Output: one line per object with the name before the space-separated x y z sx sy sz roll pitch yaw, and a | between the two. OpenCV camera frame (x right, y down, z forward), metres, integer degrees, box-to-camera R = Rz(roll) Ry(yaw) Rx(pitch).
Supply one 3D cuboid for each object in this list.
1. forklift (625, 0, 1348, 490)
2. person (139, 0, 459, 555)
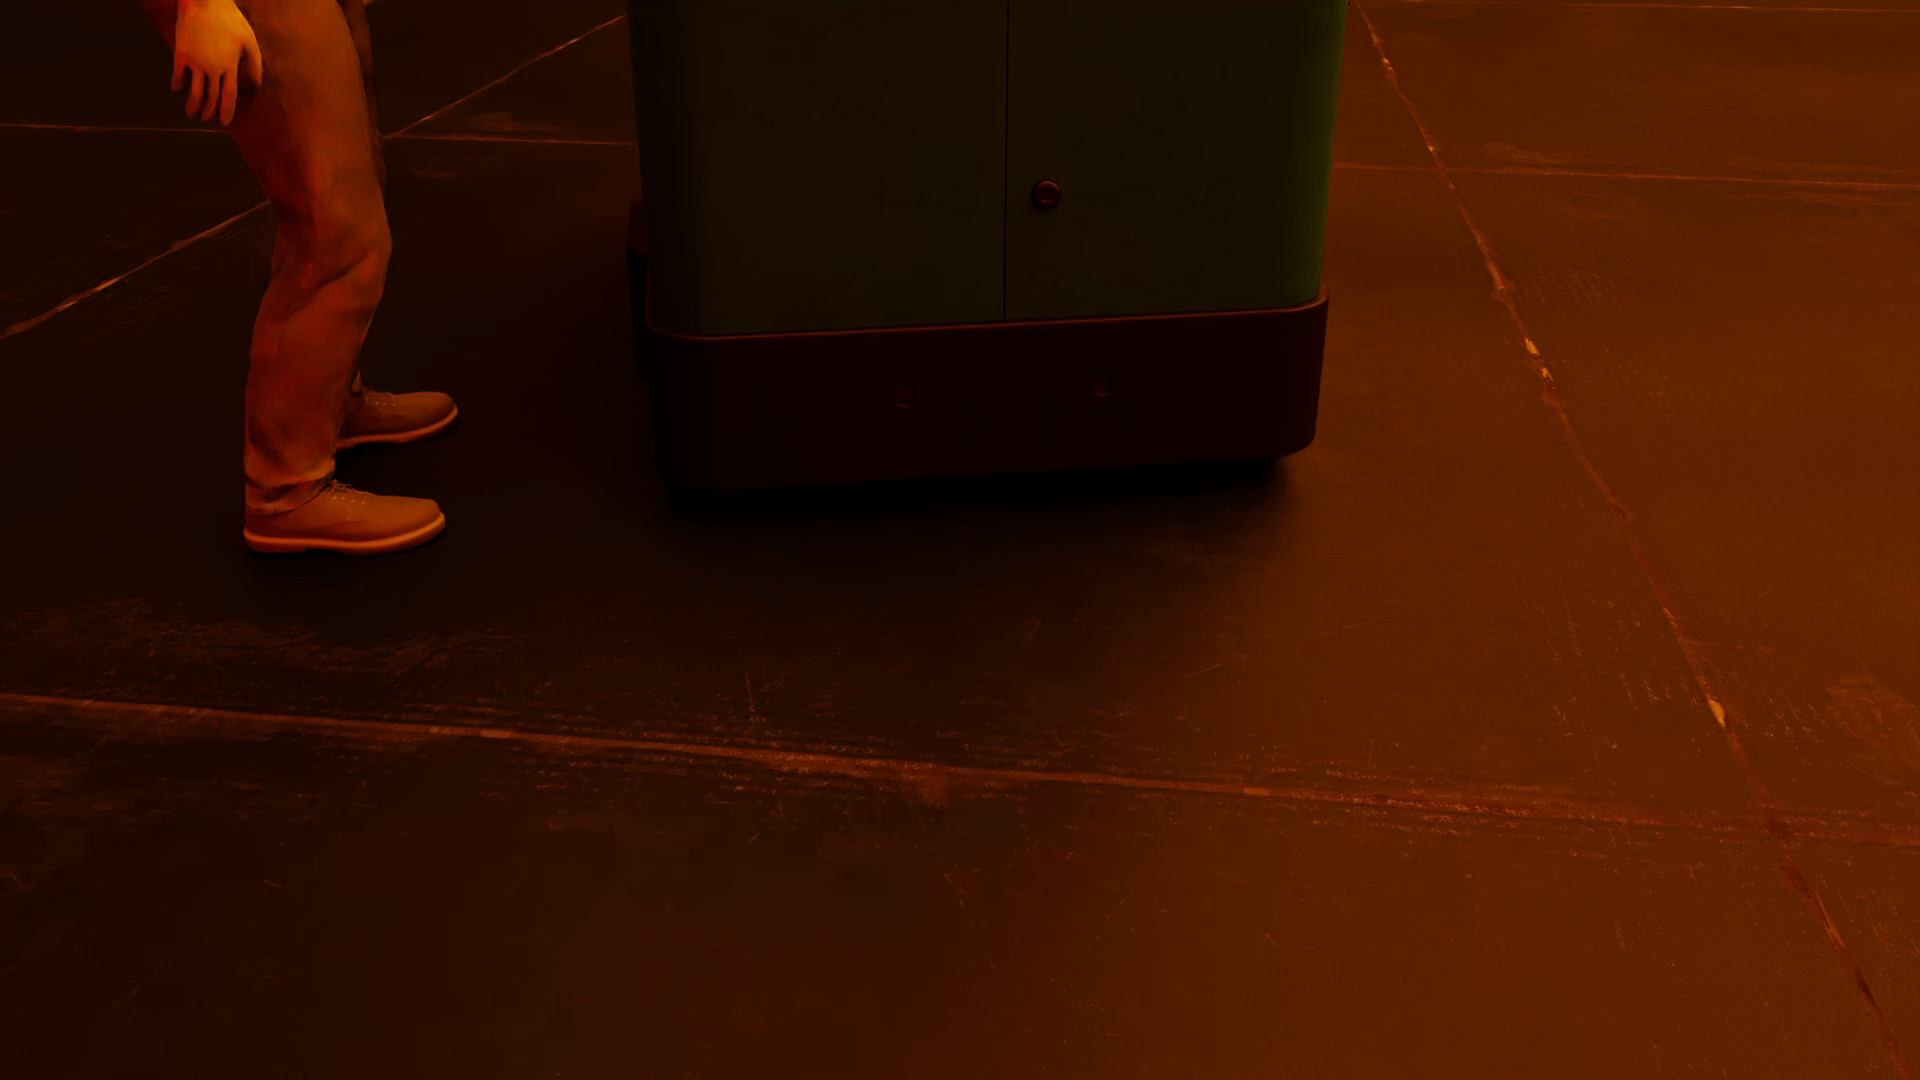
forklift | -0.153 -2.017 3.260 1.130 2.935 3.031 -4 27 -7
person | -0.944 -0.791 2.249 0.341 1.645 0.715 -5 27 -9
